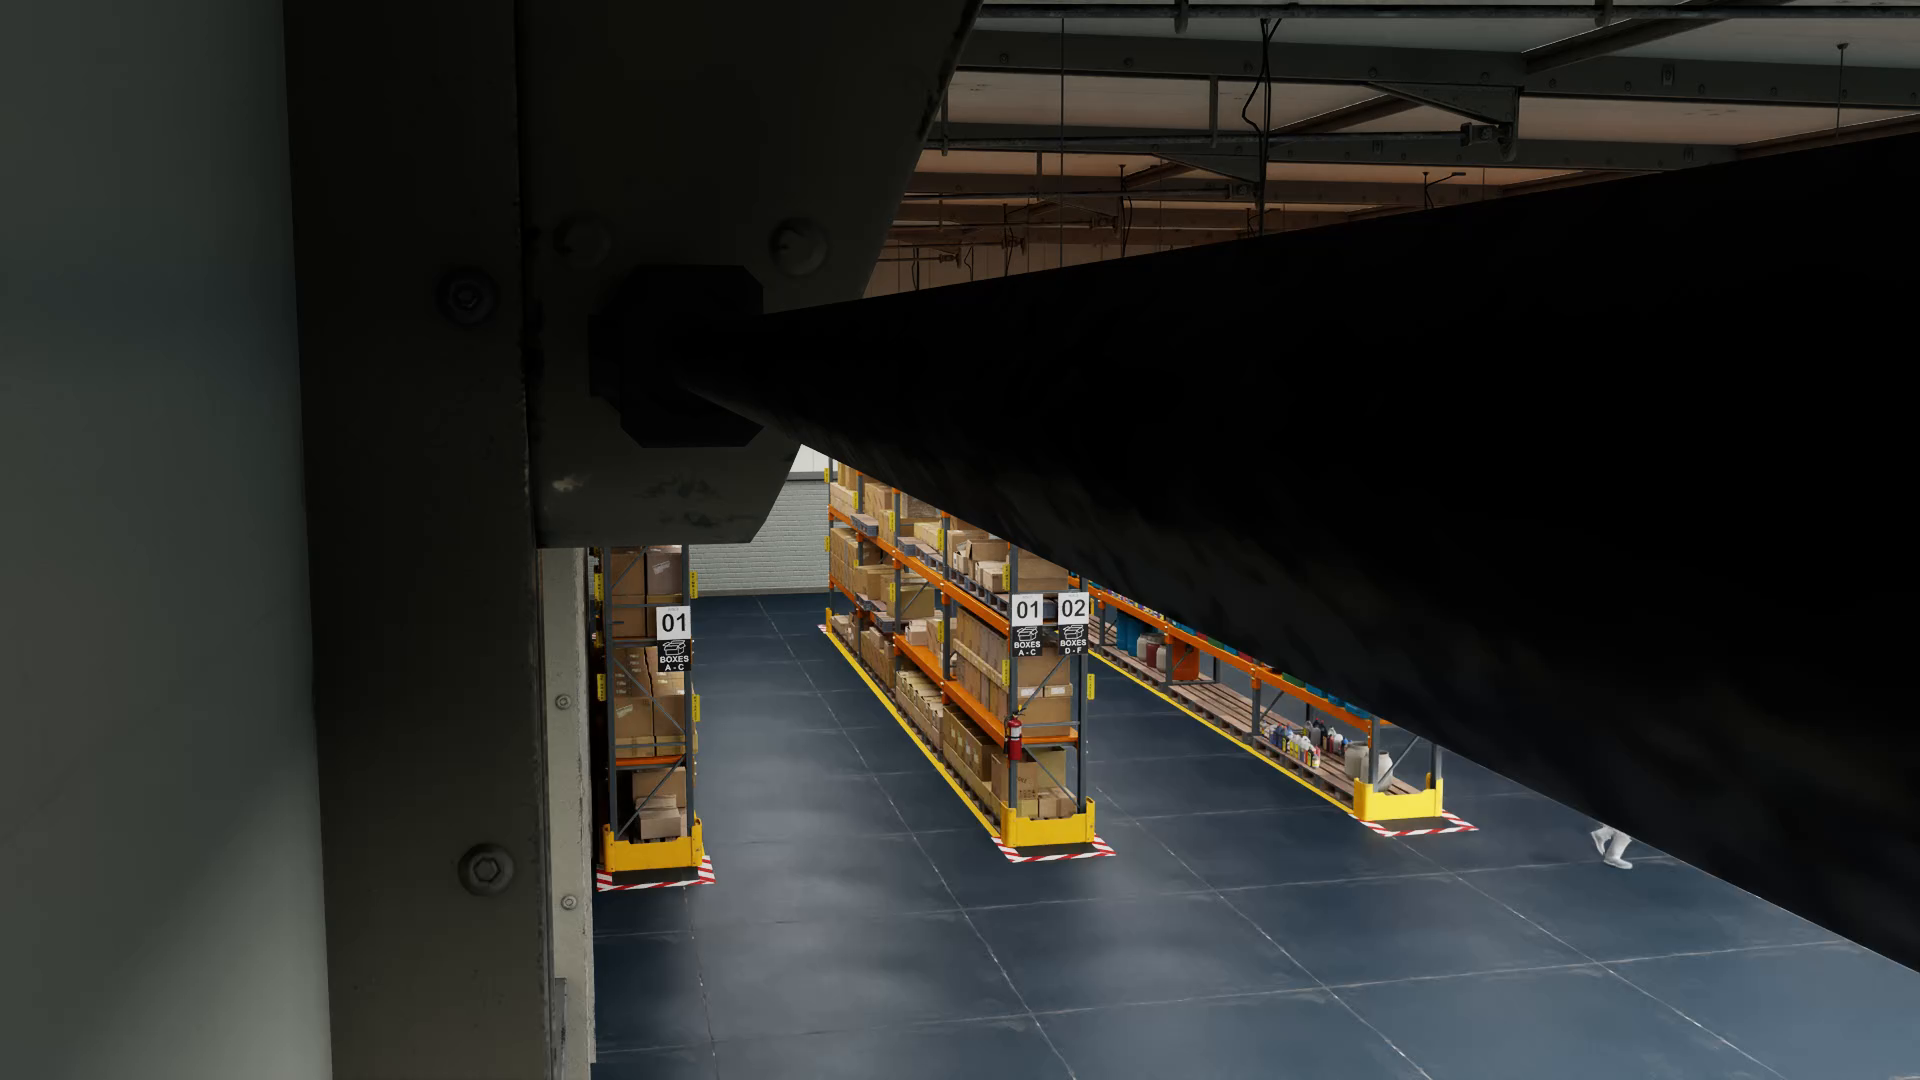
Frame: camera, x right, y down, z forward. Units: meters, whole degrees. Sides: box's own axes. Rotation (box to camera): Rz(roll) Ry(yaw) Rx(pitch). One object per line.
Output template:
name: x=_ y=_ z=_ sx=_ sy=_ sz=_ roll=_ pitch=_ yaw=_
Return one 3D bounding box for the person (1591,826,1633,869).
person: x=8.000 y=3.088 z=20.141 sx=0.620 sy=1.742 sz=0.692 roll=3 pitch=7 yaw=21
